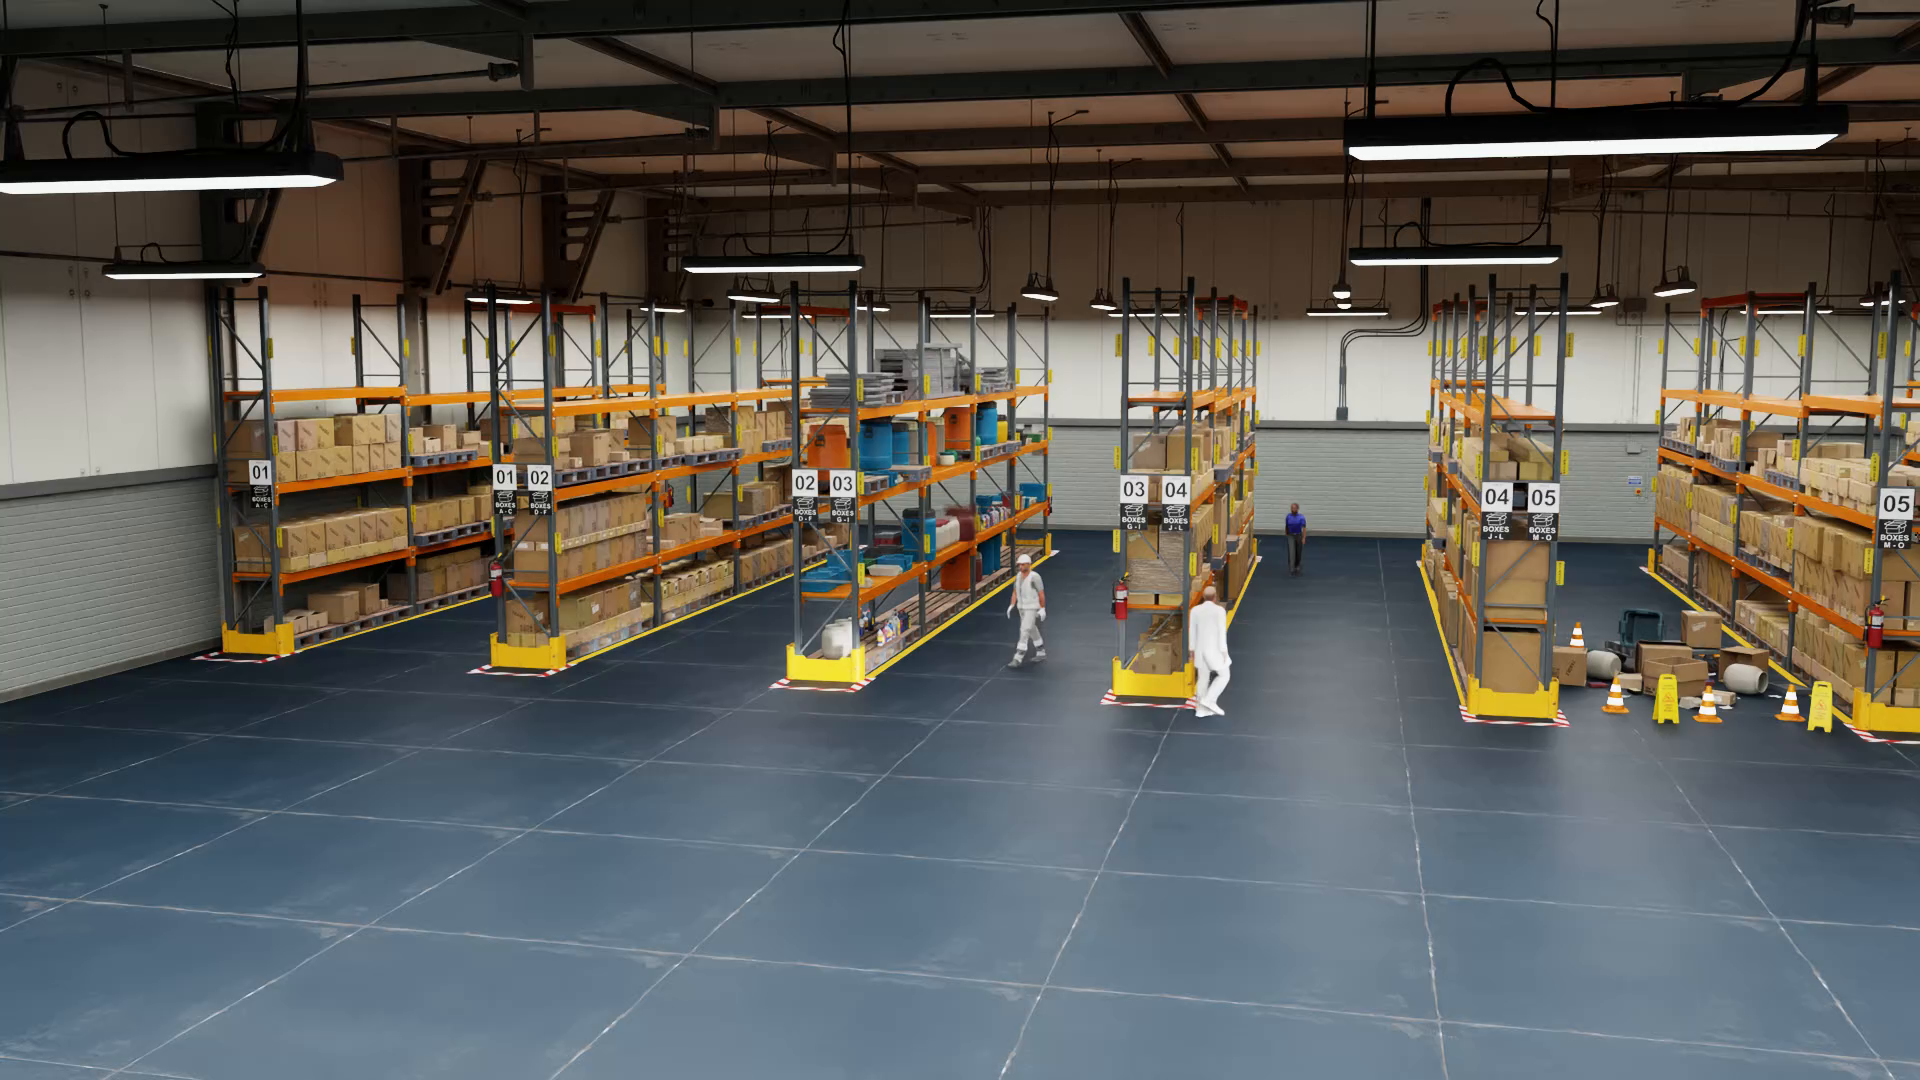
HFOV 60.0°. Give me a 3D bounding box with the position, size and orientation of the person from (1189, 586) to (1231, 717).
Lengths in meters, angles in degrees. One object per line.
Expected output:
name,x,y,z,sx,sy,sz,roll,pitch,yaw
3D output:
person,3.391,1.518,22.645,0.622,1.770,0.538,7,9,45

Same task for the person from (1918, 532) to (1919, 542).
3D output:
person,17.664,0.692,30.359,0.546,1.771,0.545,-1,7,-5

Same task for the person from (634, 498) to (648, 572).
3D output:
person,-7.228,-0.168,37.377,0.597,1.755,0.512,5,9,39

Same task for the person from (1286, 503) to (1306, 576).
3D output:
person,7.431,-0.034,36.799,0.449,1.595,1.033,1,7,10

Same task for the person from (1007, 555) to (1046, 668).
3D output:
person,1.017,1.095,26.248,0.954,1.738,0.564,-5,8,-36
